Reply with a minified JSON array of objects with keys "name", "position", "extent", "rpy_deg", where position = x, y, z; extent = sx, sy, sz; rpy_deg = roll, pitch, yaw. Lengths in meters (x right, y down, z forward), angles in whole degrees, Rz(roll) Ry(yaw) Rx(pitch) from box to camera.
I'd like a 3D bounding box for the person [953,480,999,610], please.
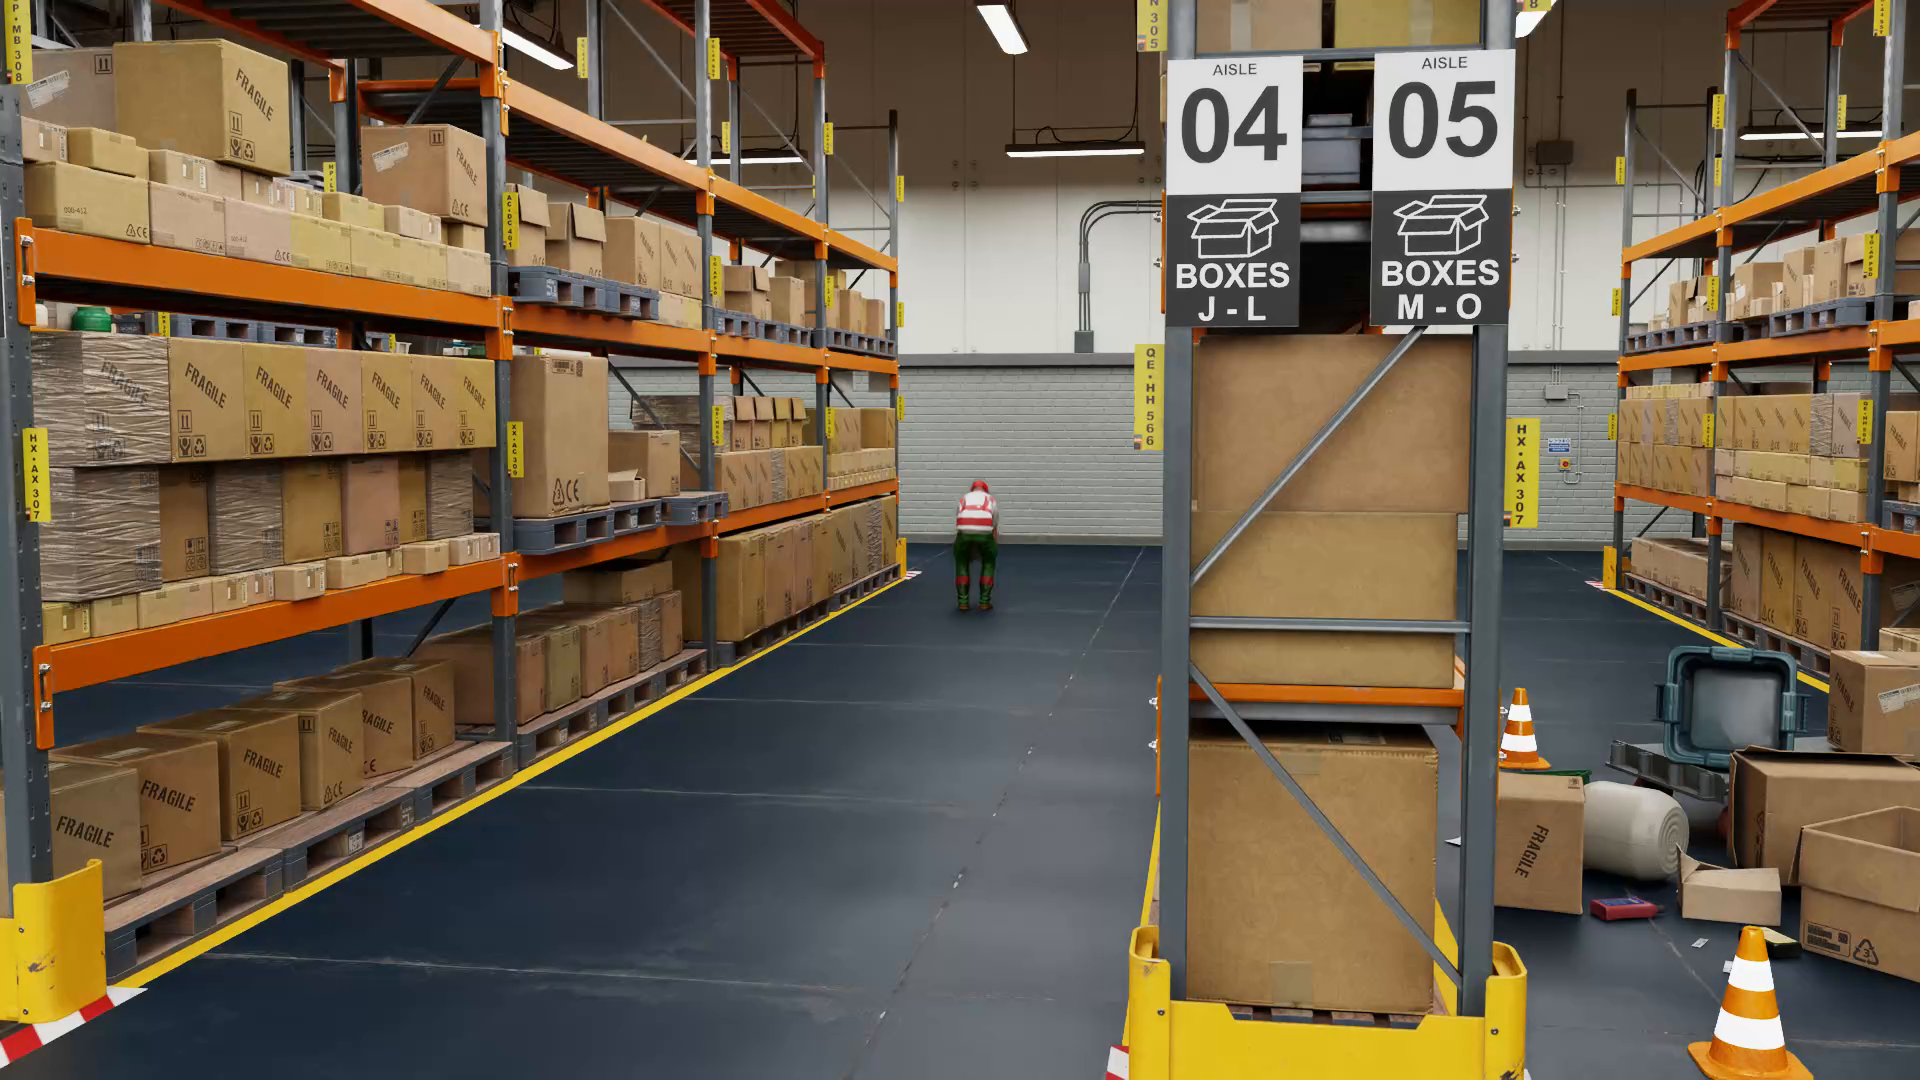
[{"name":"person","position":[0.188,0.048,18.351],"extent":[0.488,1.392,0.888],"rpy_deg":[1,4,7]}]
